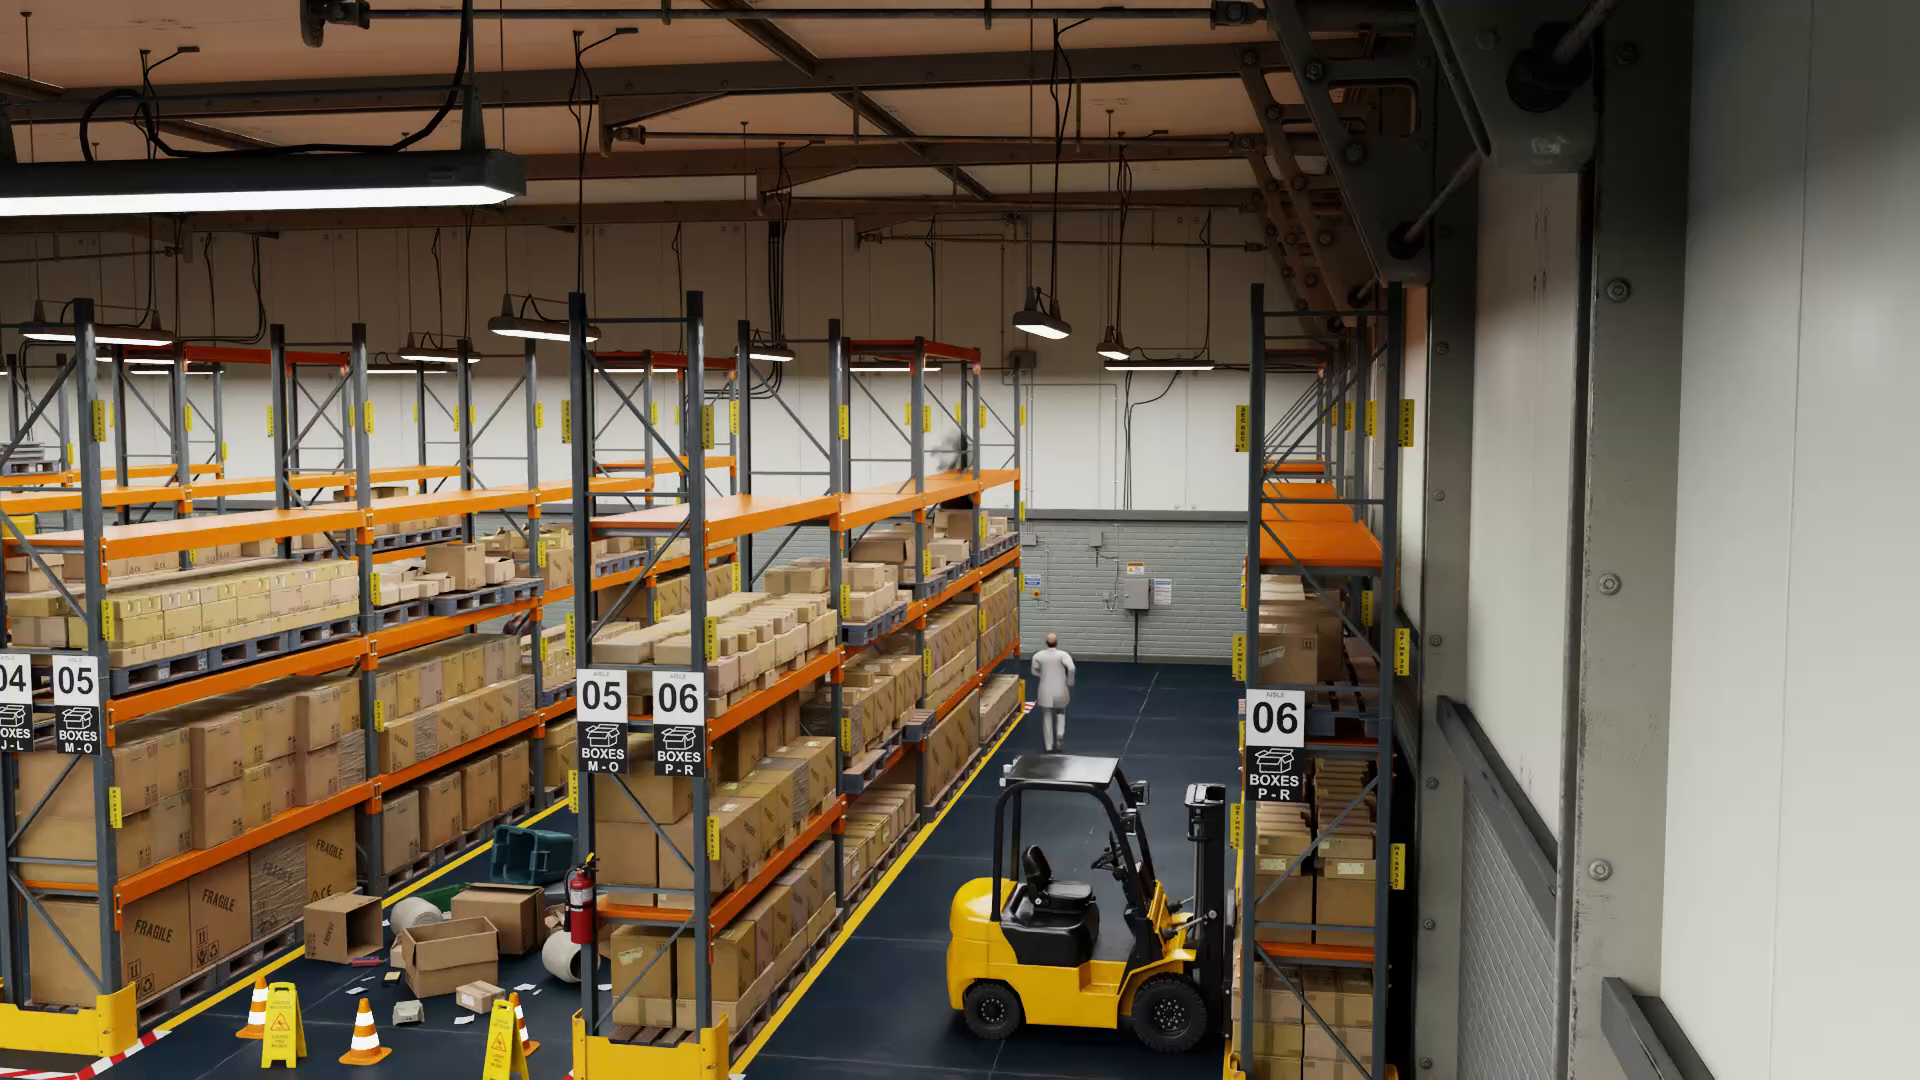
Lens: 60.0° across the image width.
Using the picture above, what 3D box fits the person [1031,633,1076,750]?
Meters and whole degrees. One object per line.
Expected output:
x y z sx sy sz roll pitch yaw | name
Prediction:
1.404 2.281 24.921 0.675 1.790 0.762 0 5 6 | person

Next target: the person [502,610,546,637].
-7.669 1.984 29.119 0.787 1.696 0.561 0 5 3 | person
